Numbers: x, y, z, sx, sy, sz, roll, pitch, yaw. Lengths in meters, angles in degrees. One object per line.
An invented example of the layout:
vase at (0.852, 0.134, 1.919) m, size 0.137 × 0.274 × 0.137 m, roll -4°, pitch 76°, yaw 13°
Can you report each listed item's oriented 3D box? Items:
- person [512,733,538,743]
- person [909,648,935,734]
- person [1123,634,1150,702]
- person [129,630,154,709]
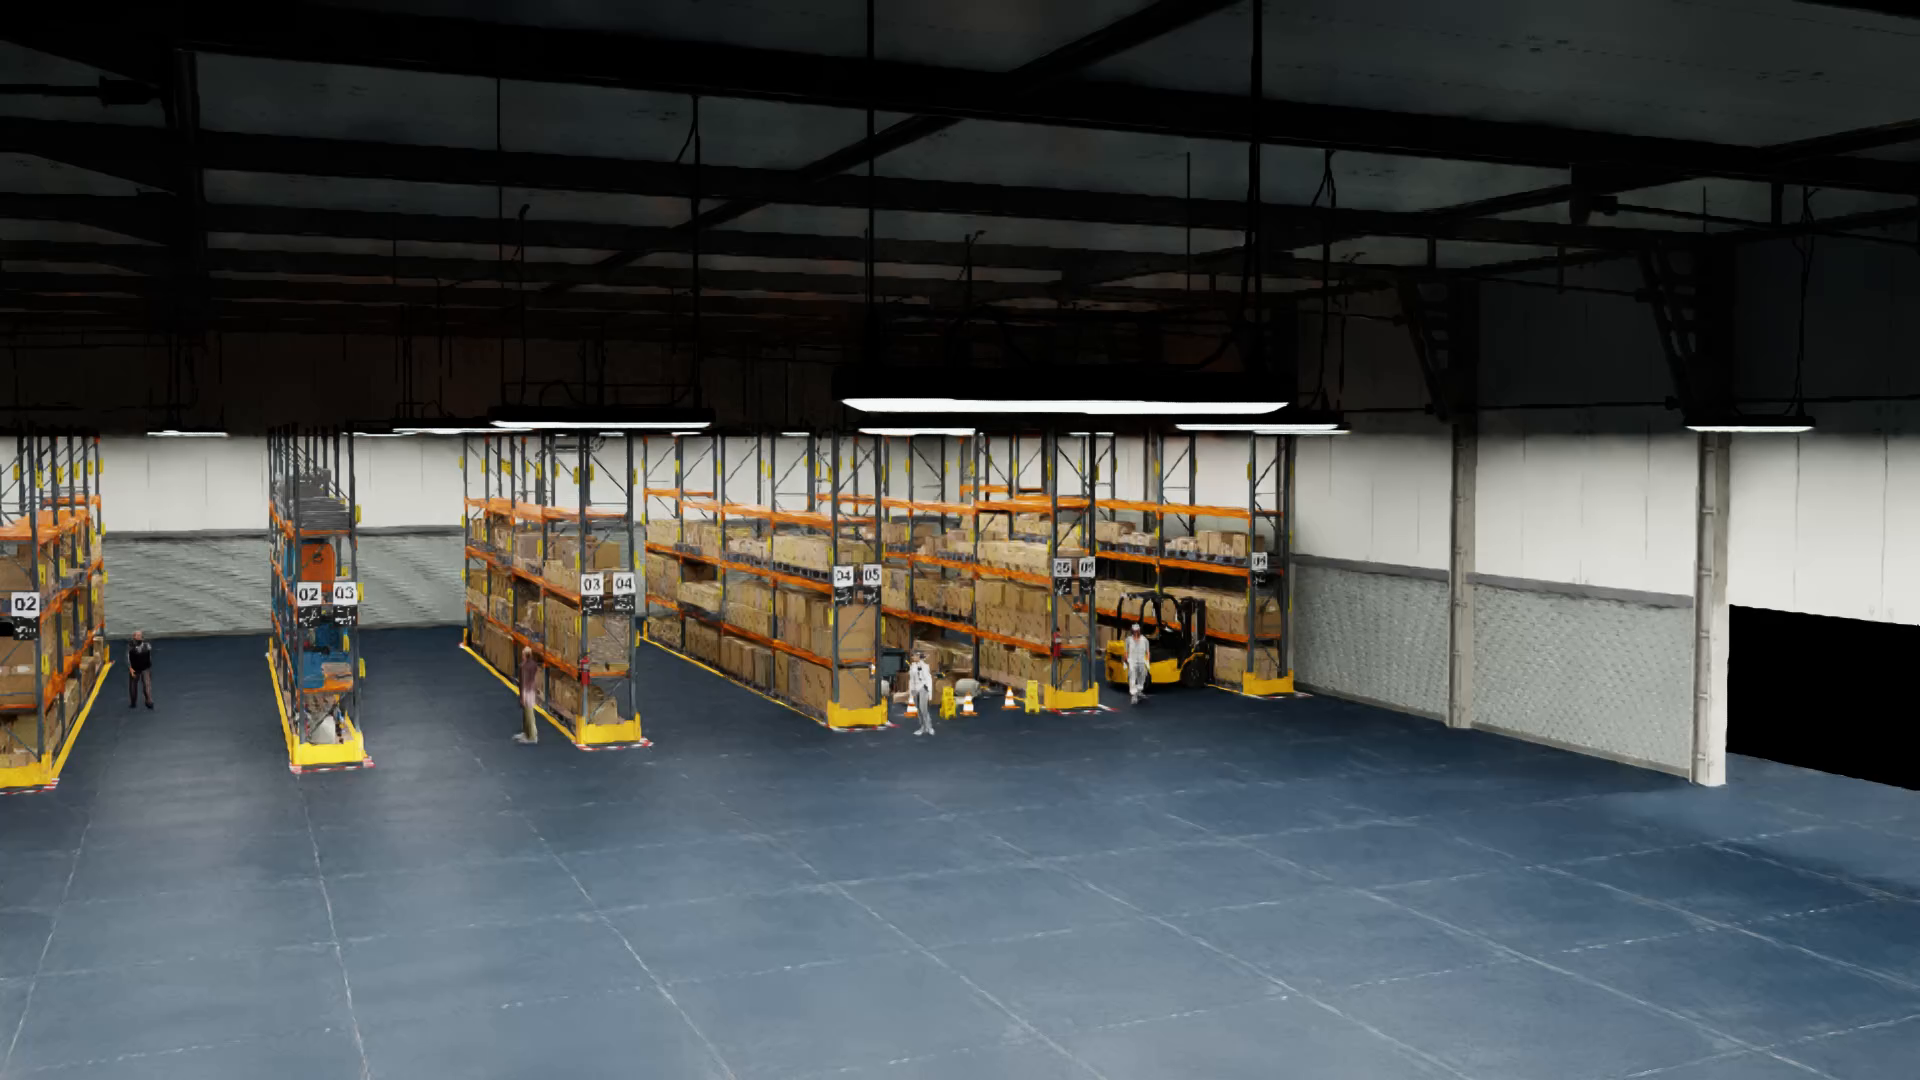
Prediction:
person at (-8.188, 3.719, 31.363) m, size 0.551 × 0.150 × 0.488 m, roll 0°, pitch 4°, yaw 6°
person at (-0.738, 2.920, 32.103) m, size 0.552 × 1.663 × 0.389 m, roll 3°, pitch 4°, yaw 37°
person at (3.814, 2.737, 36.019) m, size 0.564 × 1.470 × 0.777 m, roll 0°, pitch 3°, yaw -2°
person at (-17.373, 2.731, 35.203) m, size 0.487 × 1.664 × 1.013 m, roll -2°, pitch 4°, yaw -32°
